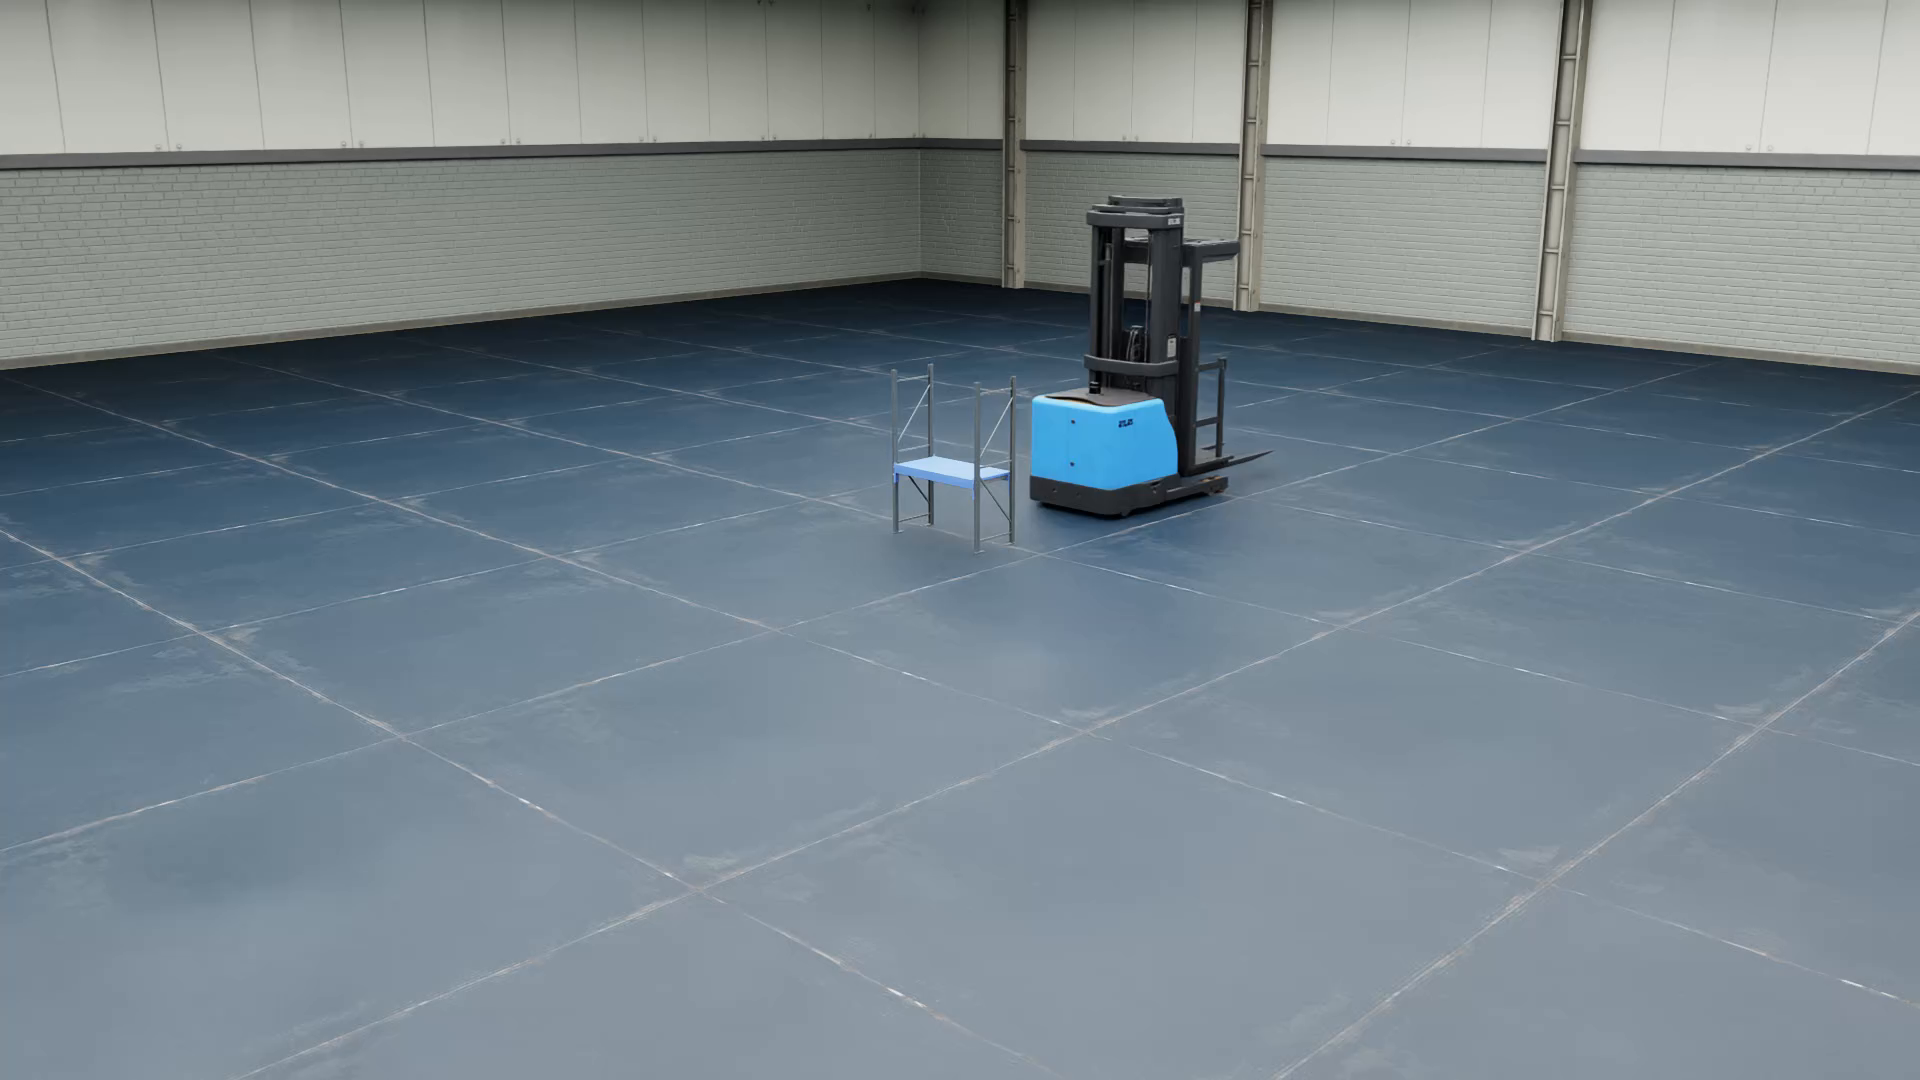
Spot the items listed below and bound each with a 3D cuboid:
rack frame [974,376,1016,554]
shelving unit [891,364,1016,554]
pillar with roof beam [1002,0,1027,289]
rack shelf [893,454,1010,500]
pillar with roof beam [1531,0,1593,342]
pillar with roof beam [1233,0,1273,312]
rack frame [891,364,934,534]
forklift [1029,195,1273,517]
[{"bbox_3d":[0.305,-0.652,14.459,0.032,1.500,0.500,14,20,42],"label":"rack frame"},{"bbox_3d":[-0.061,-0.741,14.800,1.048,1.500,0.538,14,20,42],"label":"shelving unit"},{"bbox_3d":[-1.843,-9.010,31.665,0.400,9.000,9.100,14,20,42],"label":"pillar with roof beam"},{"bbox_3d":[-0.061,-0.567,14.846,1.000,0.185,0.538,14,20,42],"label":"rack shelf"},{"bbox_3d":[6.795,-6.910,23.605,0.400,9.000,9.100,14,20,42],"label":"pillar with roof beam"},{"bbox_3d":[2.476,-7.960,27.635,0.400,9.000,9.100,14,20,42],"label":"pillar with roof beam"},{"bbox_3d":[-0.427,-0.830,15.142,0.032,1.500,0.500,14,20,42],"label":"rack frame"},{"bbox_3d":[2.056,-1.939,16.561,1.130,2.935,3.031,13,20,42],"label":"forklift"}]
